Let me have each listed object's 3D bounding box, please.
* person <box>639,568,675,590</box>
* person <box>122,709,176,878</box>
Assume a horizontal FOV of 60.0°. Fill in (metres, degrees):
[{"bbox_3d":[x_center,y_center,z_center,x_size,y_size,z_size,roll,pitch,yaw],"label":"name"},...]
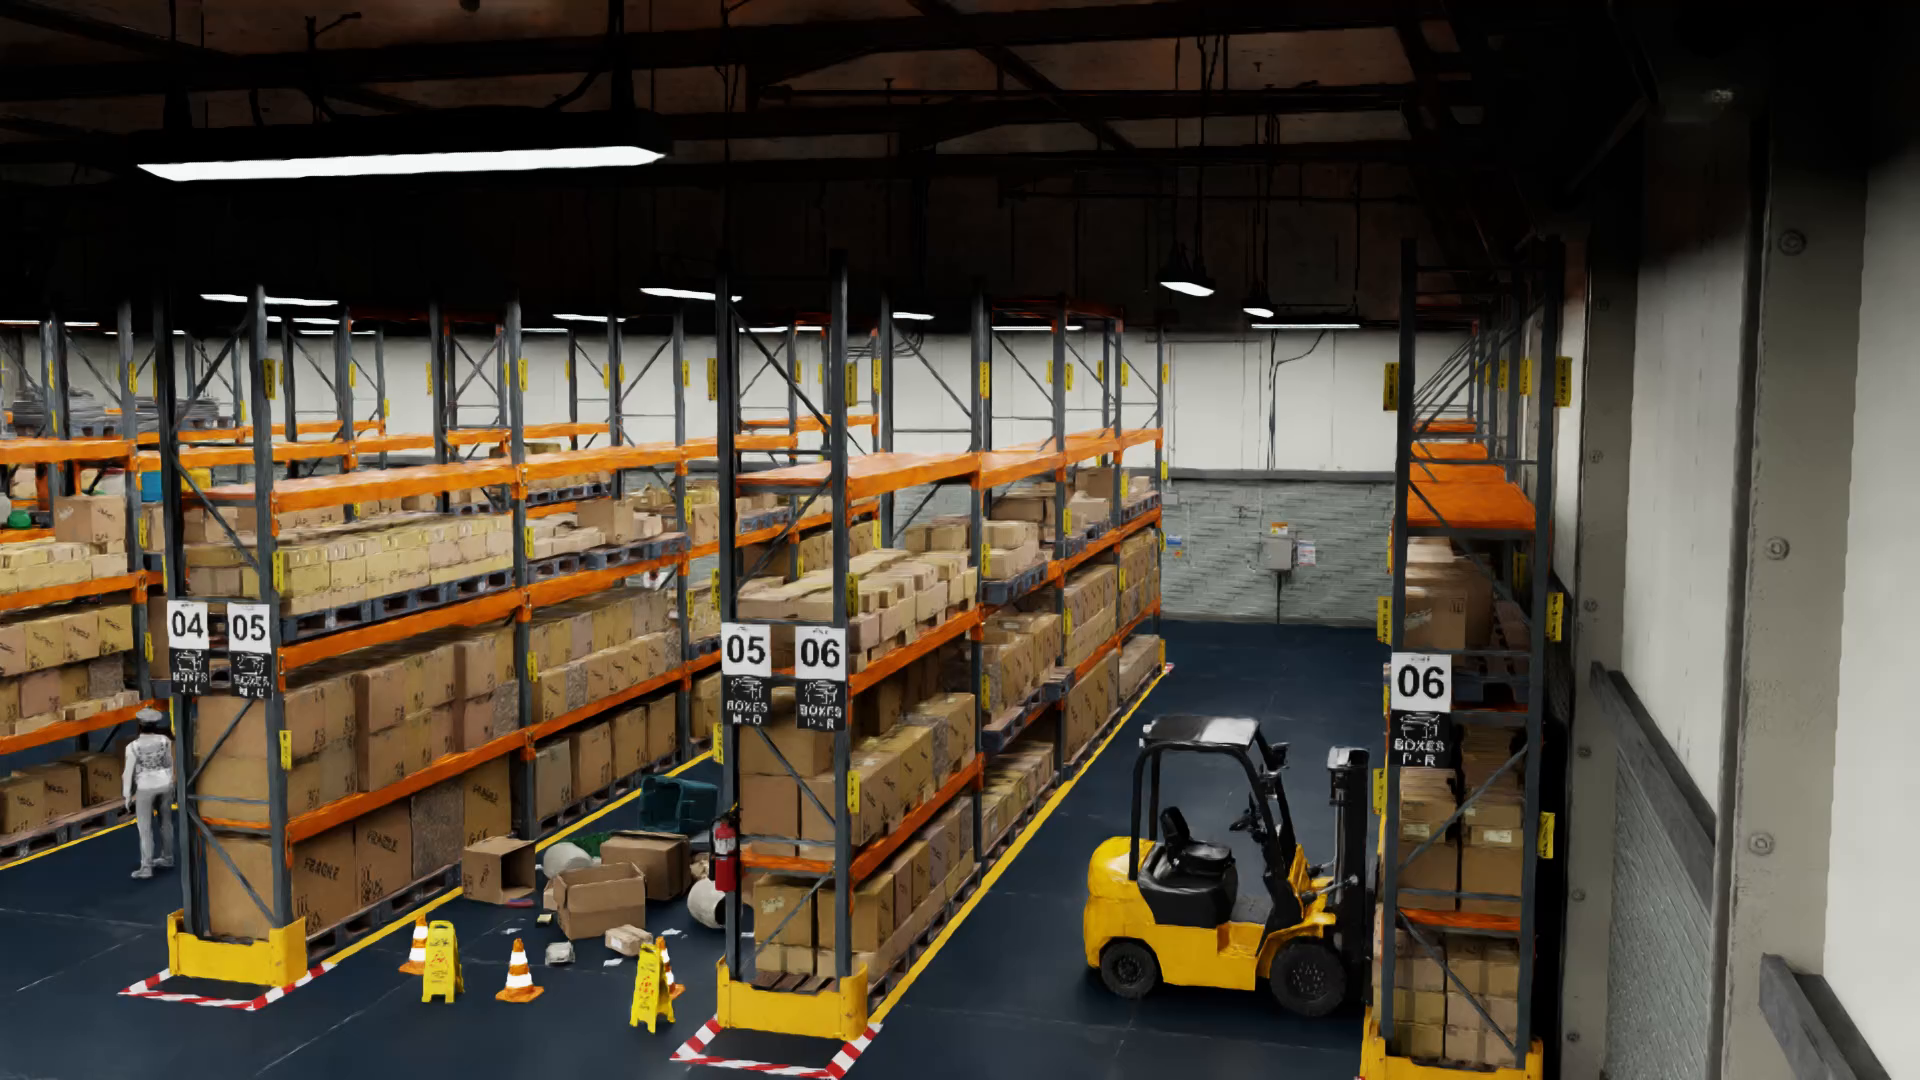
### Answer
[{"bbox_3d":[-5.407,1.182,29.605,0.702,1.734,0.549,1,6,13],"label":"person"},{"bbox_3d":[-8.212,2.546,16.830,0.463,1.677,0.524,6,8,44],"label":"person"}]
